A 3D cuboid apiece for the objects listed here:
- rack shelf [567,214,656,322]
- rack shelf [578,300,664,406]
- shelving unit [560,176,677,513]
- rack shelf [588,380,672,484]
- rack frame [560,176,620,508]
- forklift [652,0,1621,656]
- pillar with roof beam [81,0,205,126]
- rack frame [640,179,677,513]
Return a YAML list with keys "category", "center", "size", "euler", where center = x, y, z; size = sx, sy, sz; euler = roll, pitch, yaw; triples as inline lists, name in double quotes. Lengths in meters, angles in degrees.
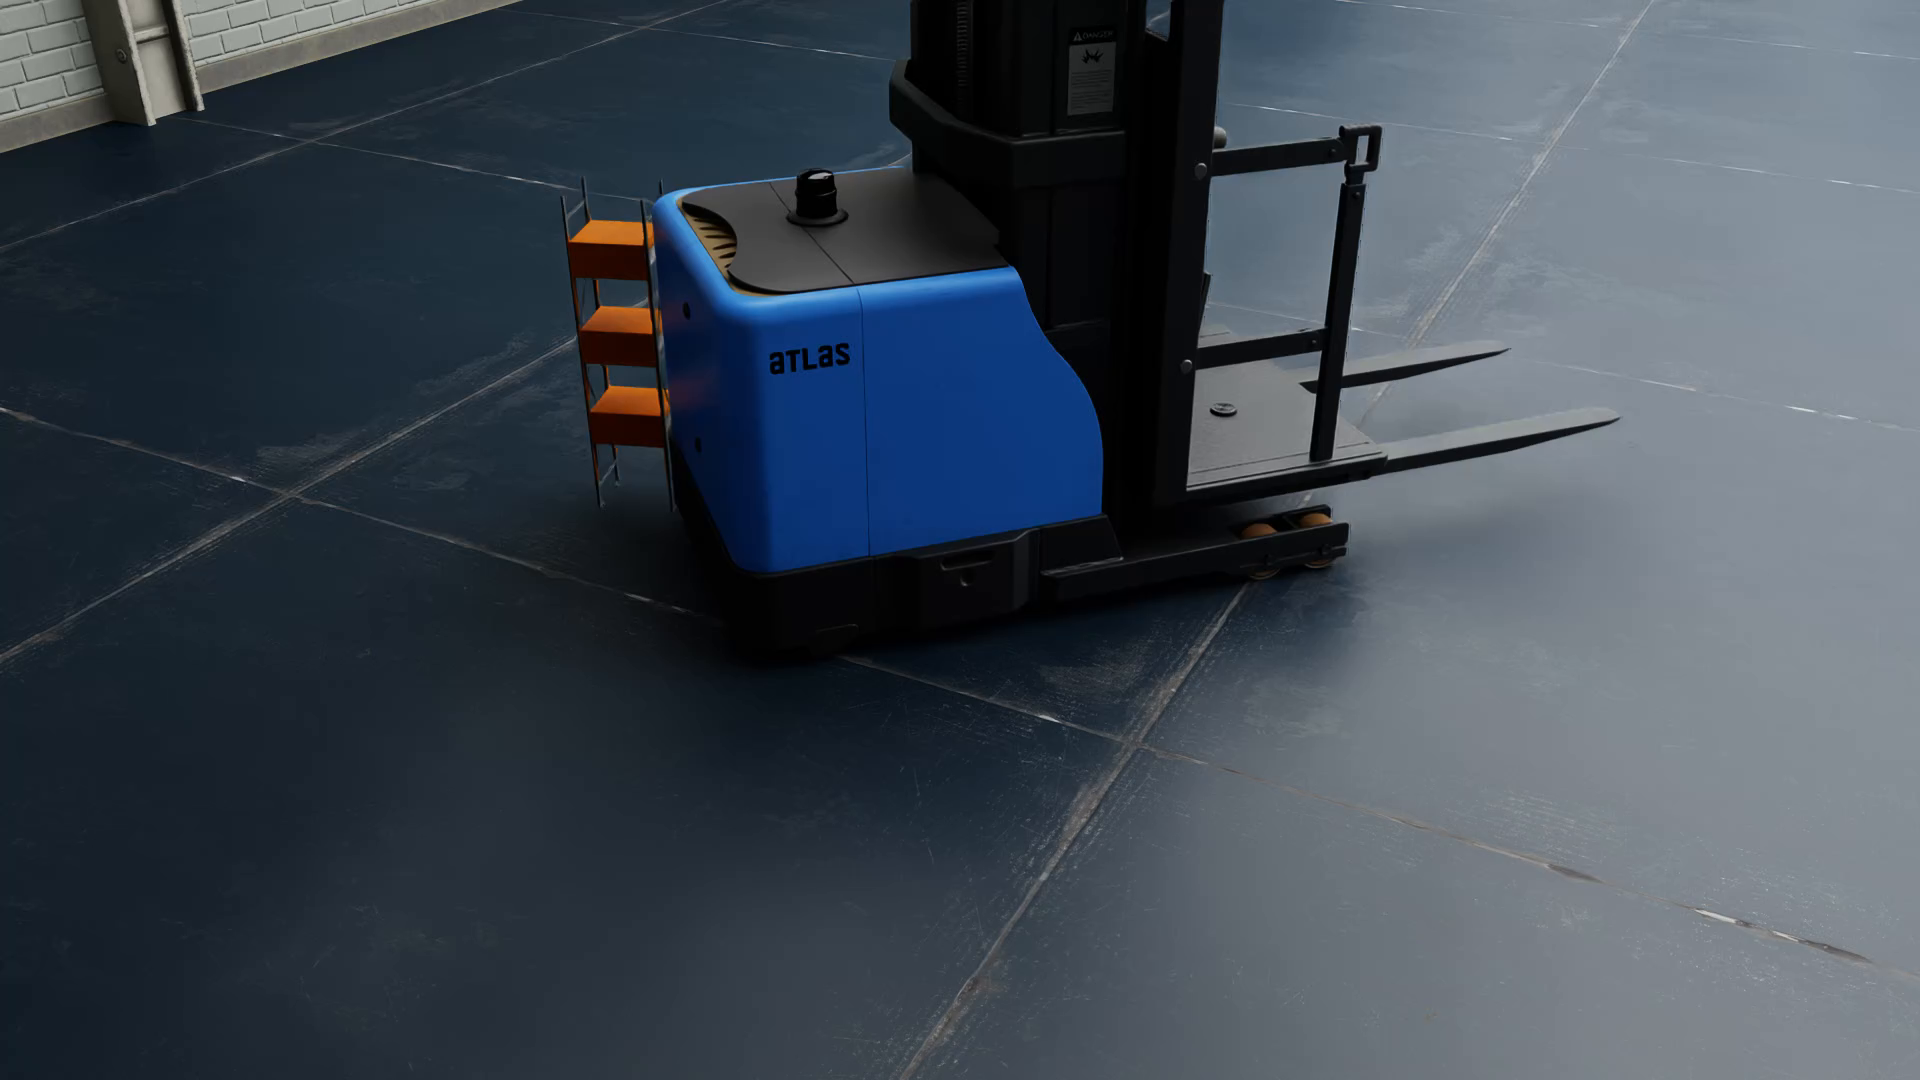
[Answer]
- category: "rack shelf"
  center: [-1.042, -0.837, 5.104]
  size: [0.240, 0.259, 0.215]
  euler: [4, 30, 7]
- category: "rack shelf"
  center: [-1.042, -0.591, 5.246]
  size: [0.240, 0.259, 0.215]
  euler: [4, 30, 7]
- category: "shelving unit"
  center: [-1.042, -0.600, 5.240]
  size: [0.252, 1.050, 0.215]
  euler: [4, 30, 7]
- category: "rack shelf"
  center: [-1.042, -0.350, 5.384]
  size: [0.240, 0.259, 0.215]
  euler: [4, 30, 7]
- category: "rack frame"
  center: [-1.163, -0.608, 5.255]
  size: [0.008, 1.050, 0.200]
  euler: [4, 30, 7]
- category: "forklift"
  center: [0.657, -1.388, 4.725]
  size: [3.031, 2.935, 1.130]
  euler: [-10, 31, -17]
- category: "pillar with roof beam"
  center: [-0.737, -5.355, 5.538]
  size: [9.100, 9.000, 0.400]
  euler: [14, 33, 23]
- category: "rack frame"
  center: [-0.921, -0.592, 5.226]
  size: [0.008, 1.050, 0.200]
  euler: [4, 30, 7]
